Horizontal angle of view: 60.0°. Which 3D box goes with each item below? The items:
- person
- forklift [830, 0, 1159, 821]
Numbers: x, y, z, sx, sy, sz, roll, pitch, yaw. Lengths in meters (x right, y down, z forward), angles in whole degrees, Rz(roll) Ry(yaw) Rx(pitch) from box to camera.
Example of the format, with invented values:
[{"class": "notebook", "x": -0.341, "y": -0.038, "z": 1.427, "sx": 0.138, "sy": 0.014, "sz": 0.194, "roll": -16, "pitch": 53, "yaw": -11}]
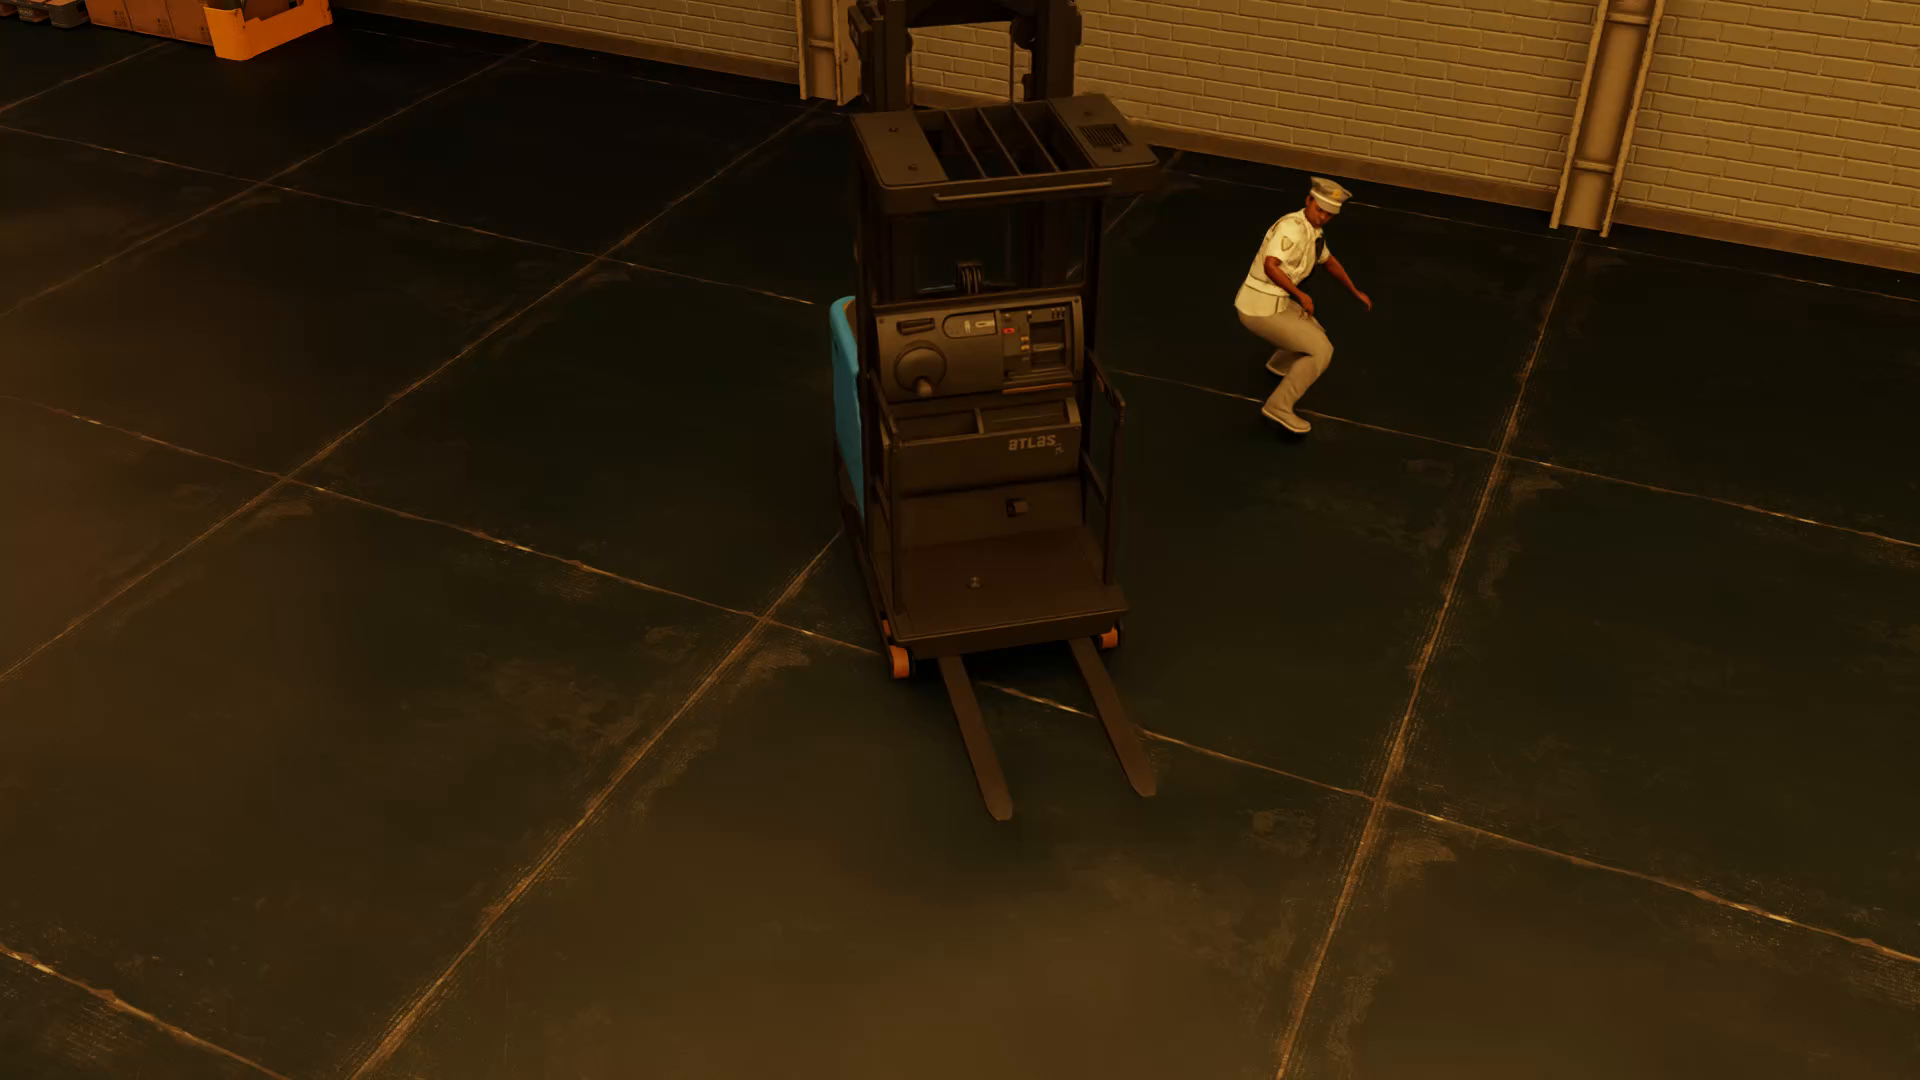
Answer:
[{"class": "person", "x": 1.924, "y": -1.337, "z": 9.312, "sx": 0.738, "sy": 1.467, "sz": 0.855, "roll": 10, "pitch": 37, "yaw": 14}, {"class": "forklift", "x": 0.142, "y": -0.790, "z": 7.194, "sx": 1.130, "sy": 2.935, "sz": 3.031, "roll": -7, "pitch": 36, "yaw": -10}]
